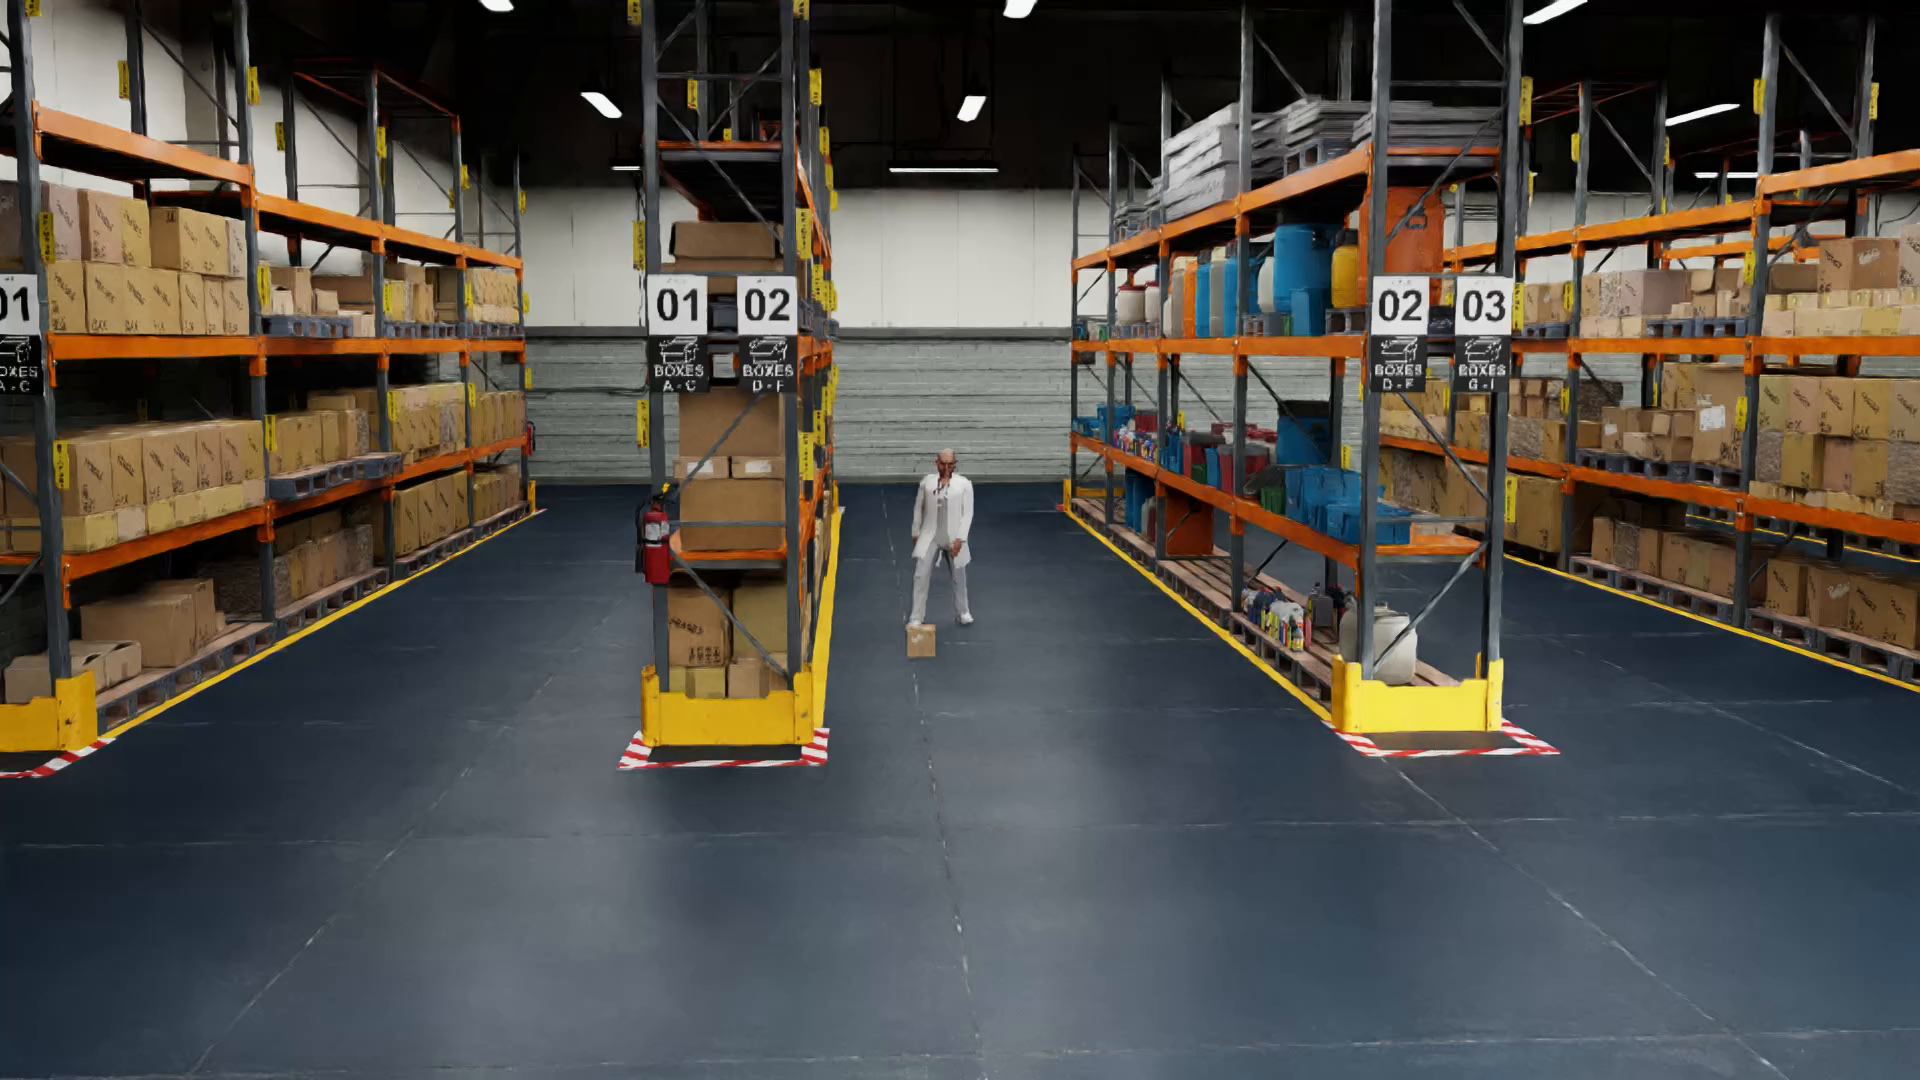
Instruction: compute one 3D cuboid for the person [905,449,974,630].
[{"bbox_3d":[-0.178,0.098,15.994,0.623,1.527,0.866,1,7,6],"label":"person"}]
